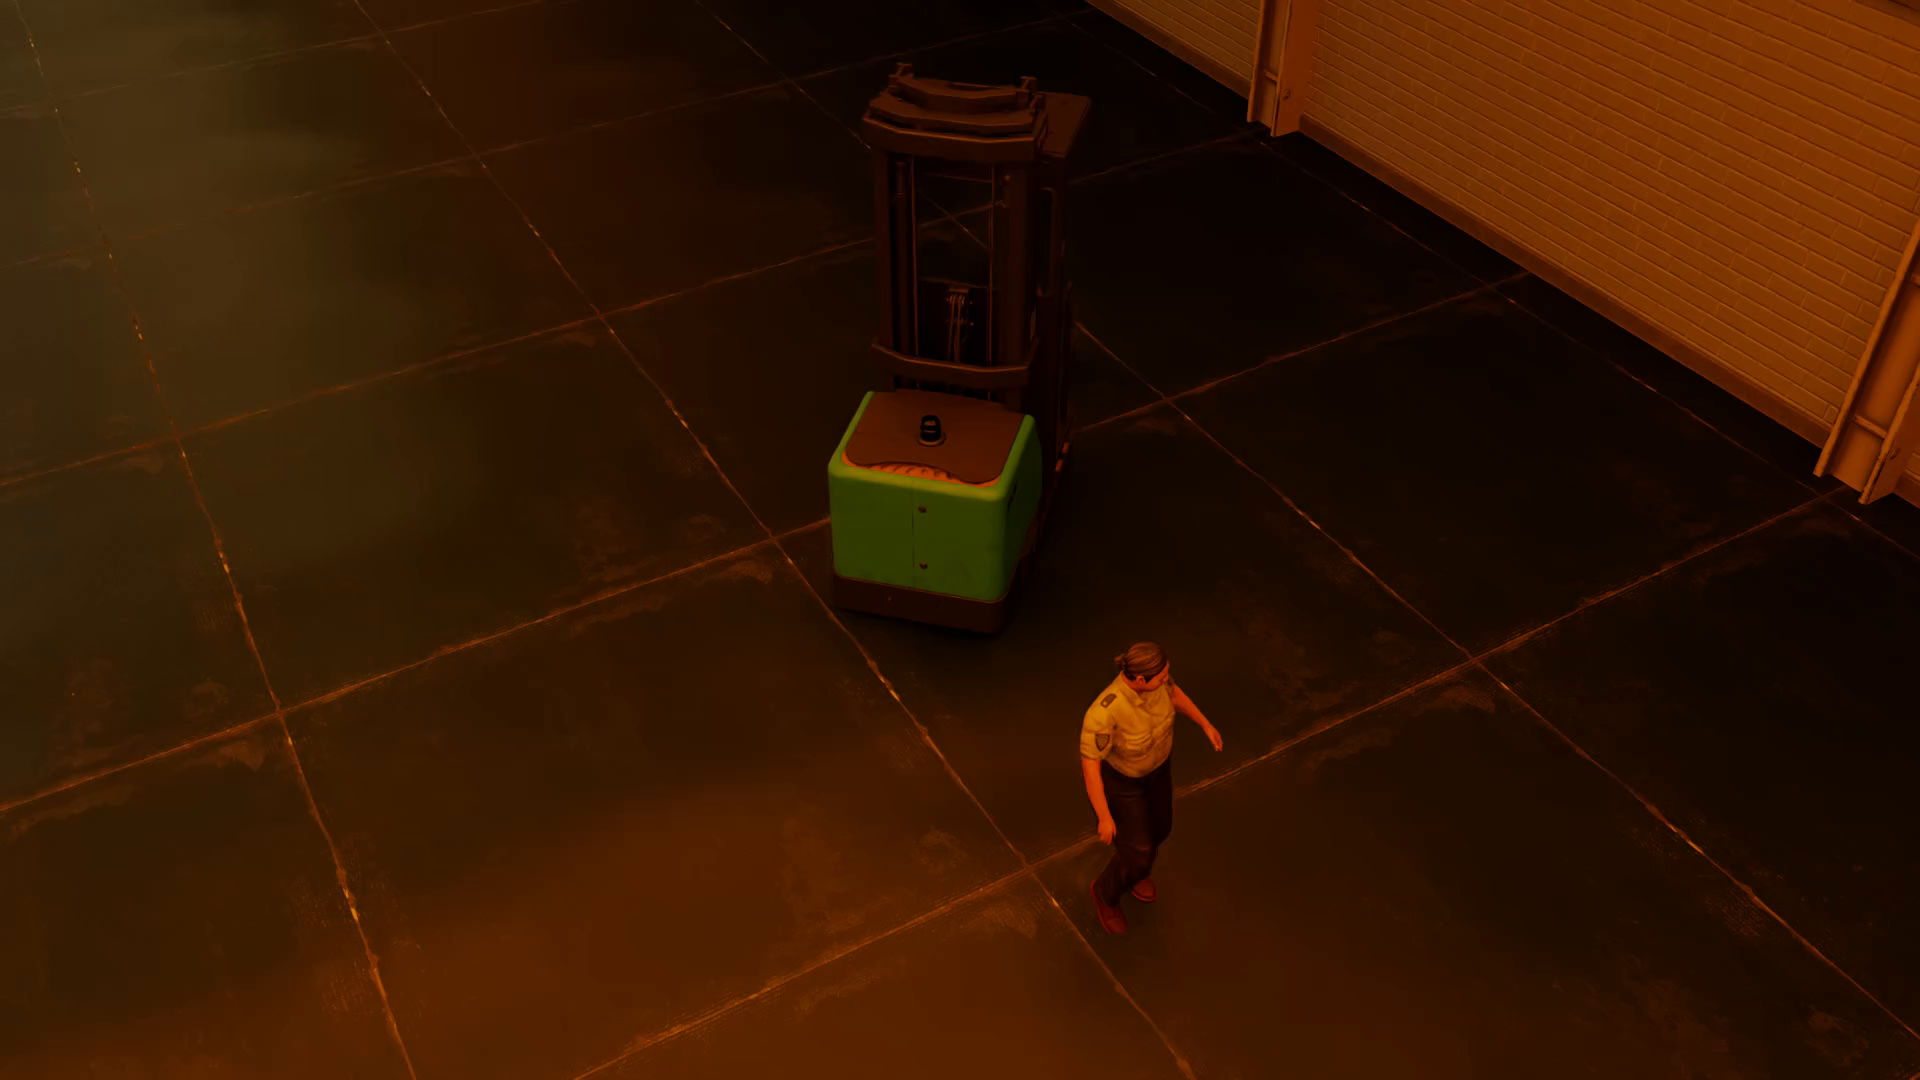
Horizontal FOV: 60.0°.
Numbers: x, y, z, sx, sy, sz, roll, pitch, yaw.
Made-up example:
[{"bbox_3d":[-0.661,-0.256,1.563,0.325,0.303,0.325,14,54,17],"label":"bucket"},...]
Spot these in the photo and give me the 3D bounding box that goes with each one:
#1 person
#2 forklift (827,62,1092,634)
[{"bbox_3d":[0.859,1.119,7.744,0.796,1.661,0.465,-32,49,-32],"label":"person"},{"bbox_3d":[0.117,-1.538,9.891,1.130,2.935,3.031,9,41,11],"label":"forklift"}]
